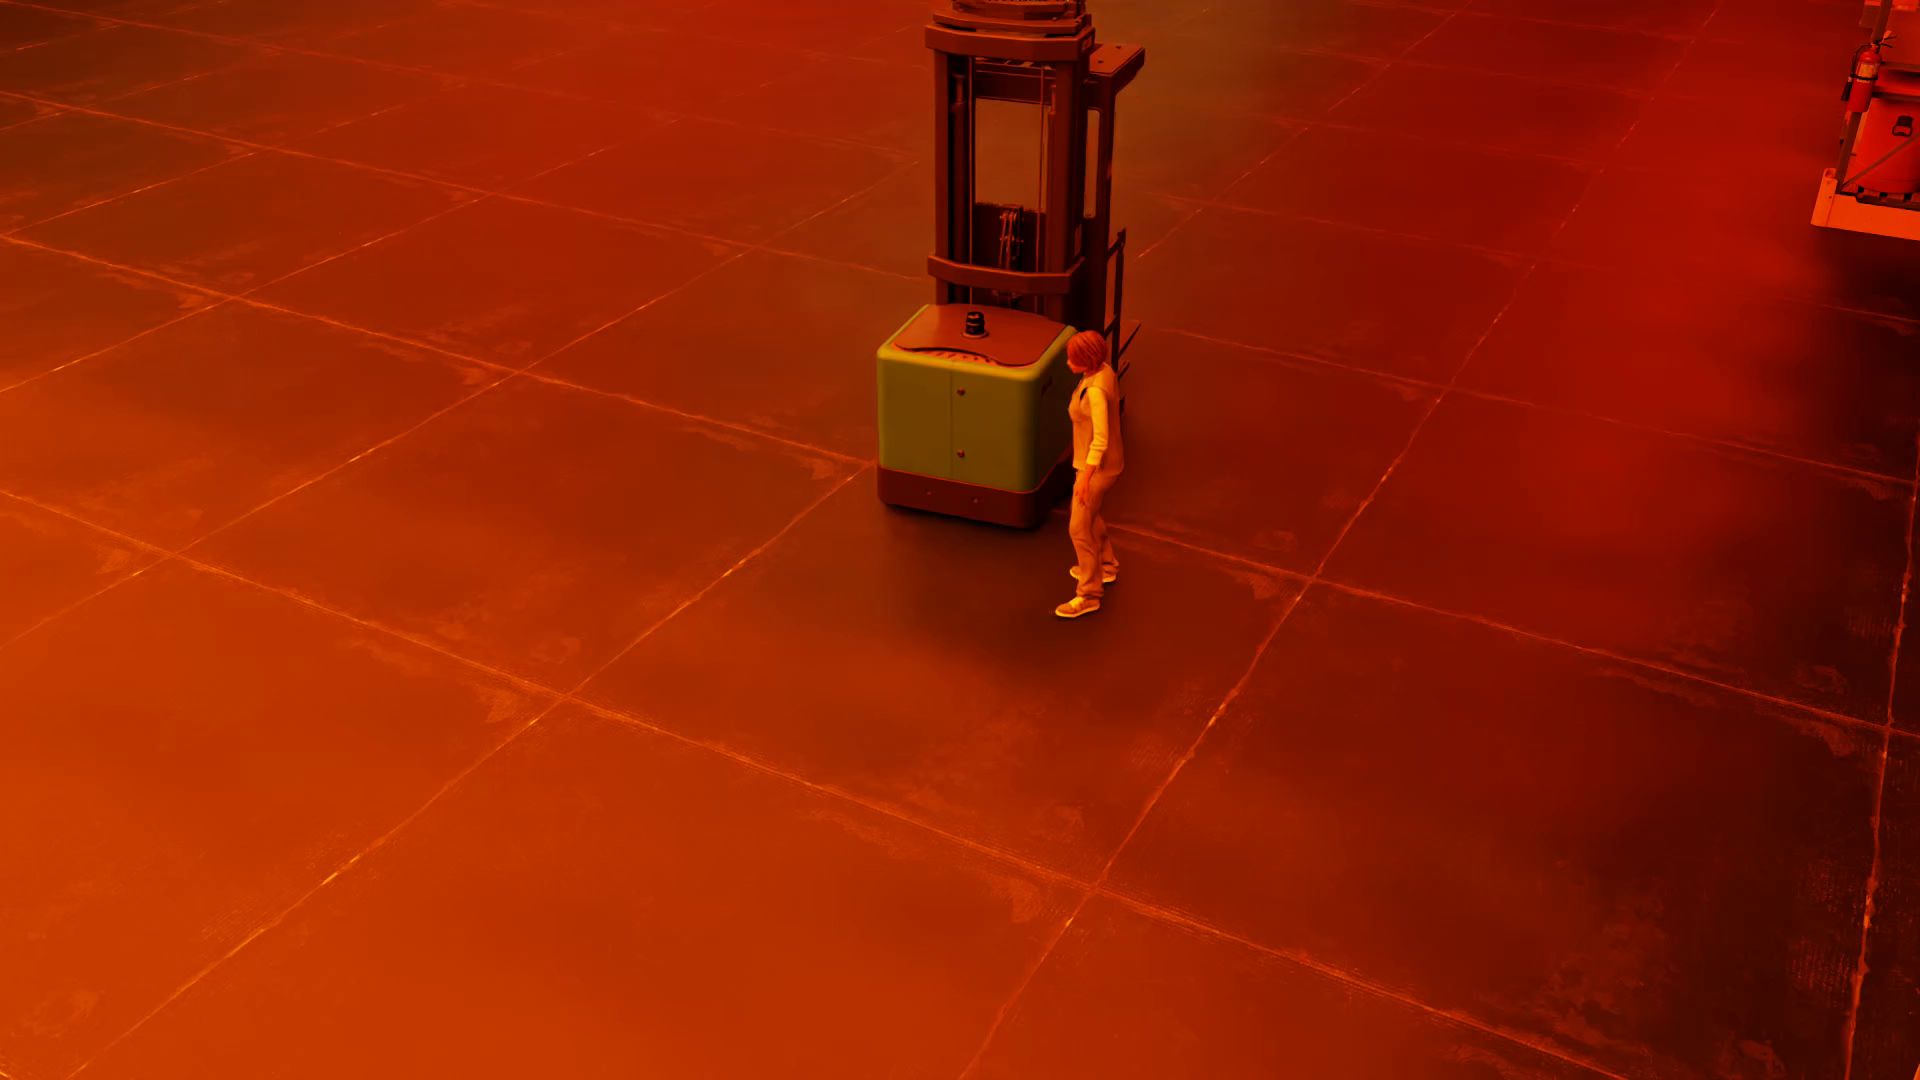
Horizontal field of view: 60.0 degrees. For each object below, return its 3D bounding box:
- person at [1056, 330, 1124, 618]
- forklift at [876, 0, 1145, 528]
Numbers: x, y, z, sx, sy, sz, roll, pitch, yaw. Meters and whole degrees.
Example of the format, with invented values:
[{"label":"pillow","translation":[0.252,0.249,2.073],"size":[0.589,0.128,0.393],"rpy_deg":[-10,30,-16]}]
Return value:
[{"label":"person","translation":[0.731,-0.402,9.137],"size":[0.346,1.568,0.690],"rpy_deg":[3,30,5]},{"label":"forklift","translation":[0.490,-2.065,10.648],"size":[1.130,2.935,3.031],"rpy_deg":[11,32,18]}]
